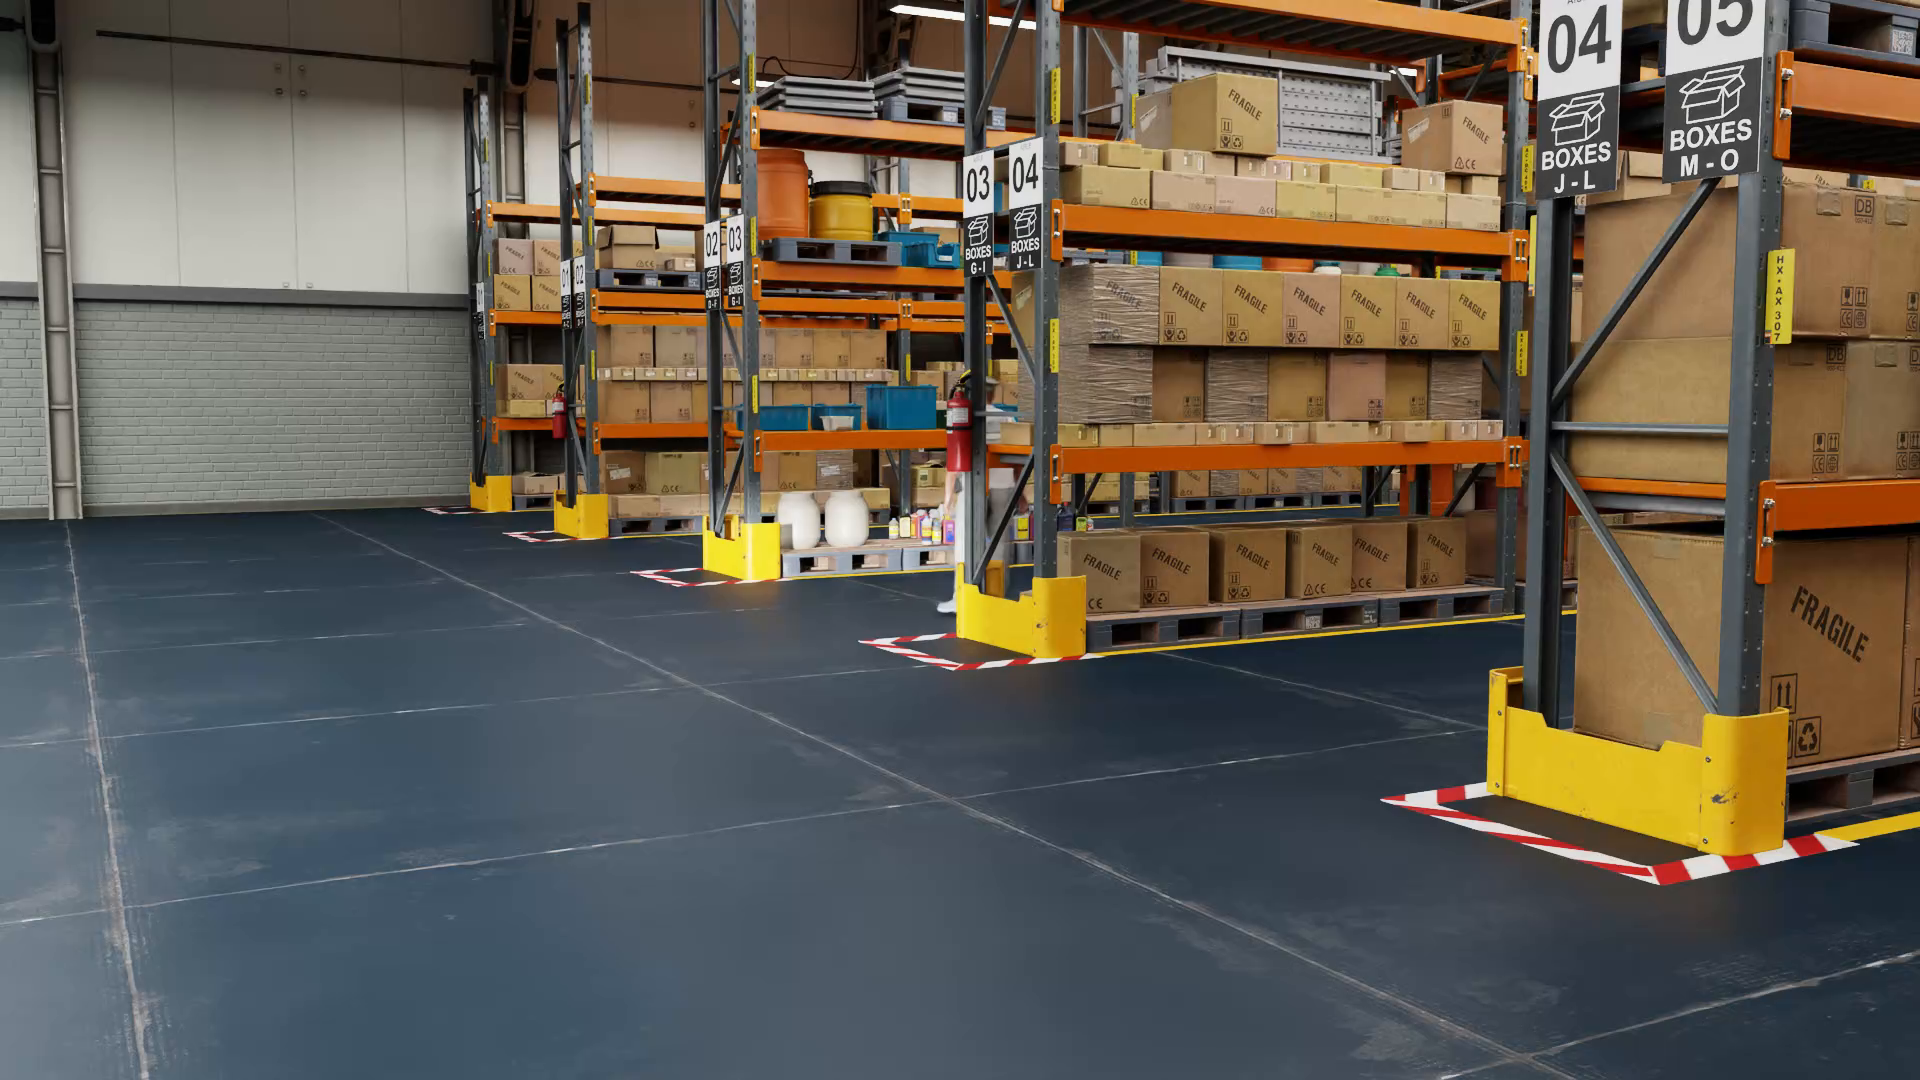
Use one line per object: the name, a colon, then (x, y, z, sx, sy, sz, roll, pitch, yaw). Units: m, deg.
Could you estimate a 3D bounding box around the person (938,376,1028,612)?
person: (0.189, -0.344, 12.373, 0.684, 1.760, 0.461, -2, 5, -19)
